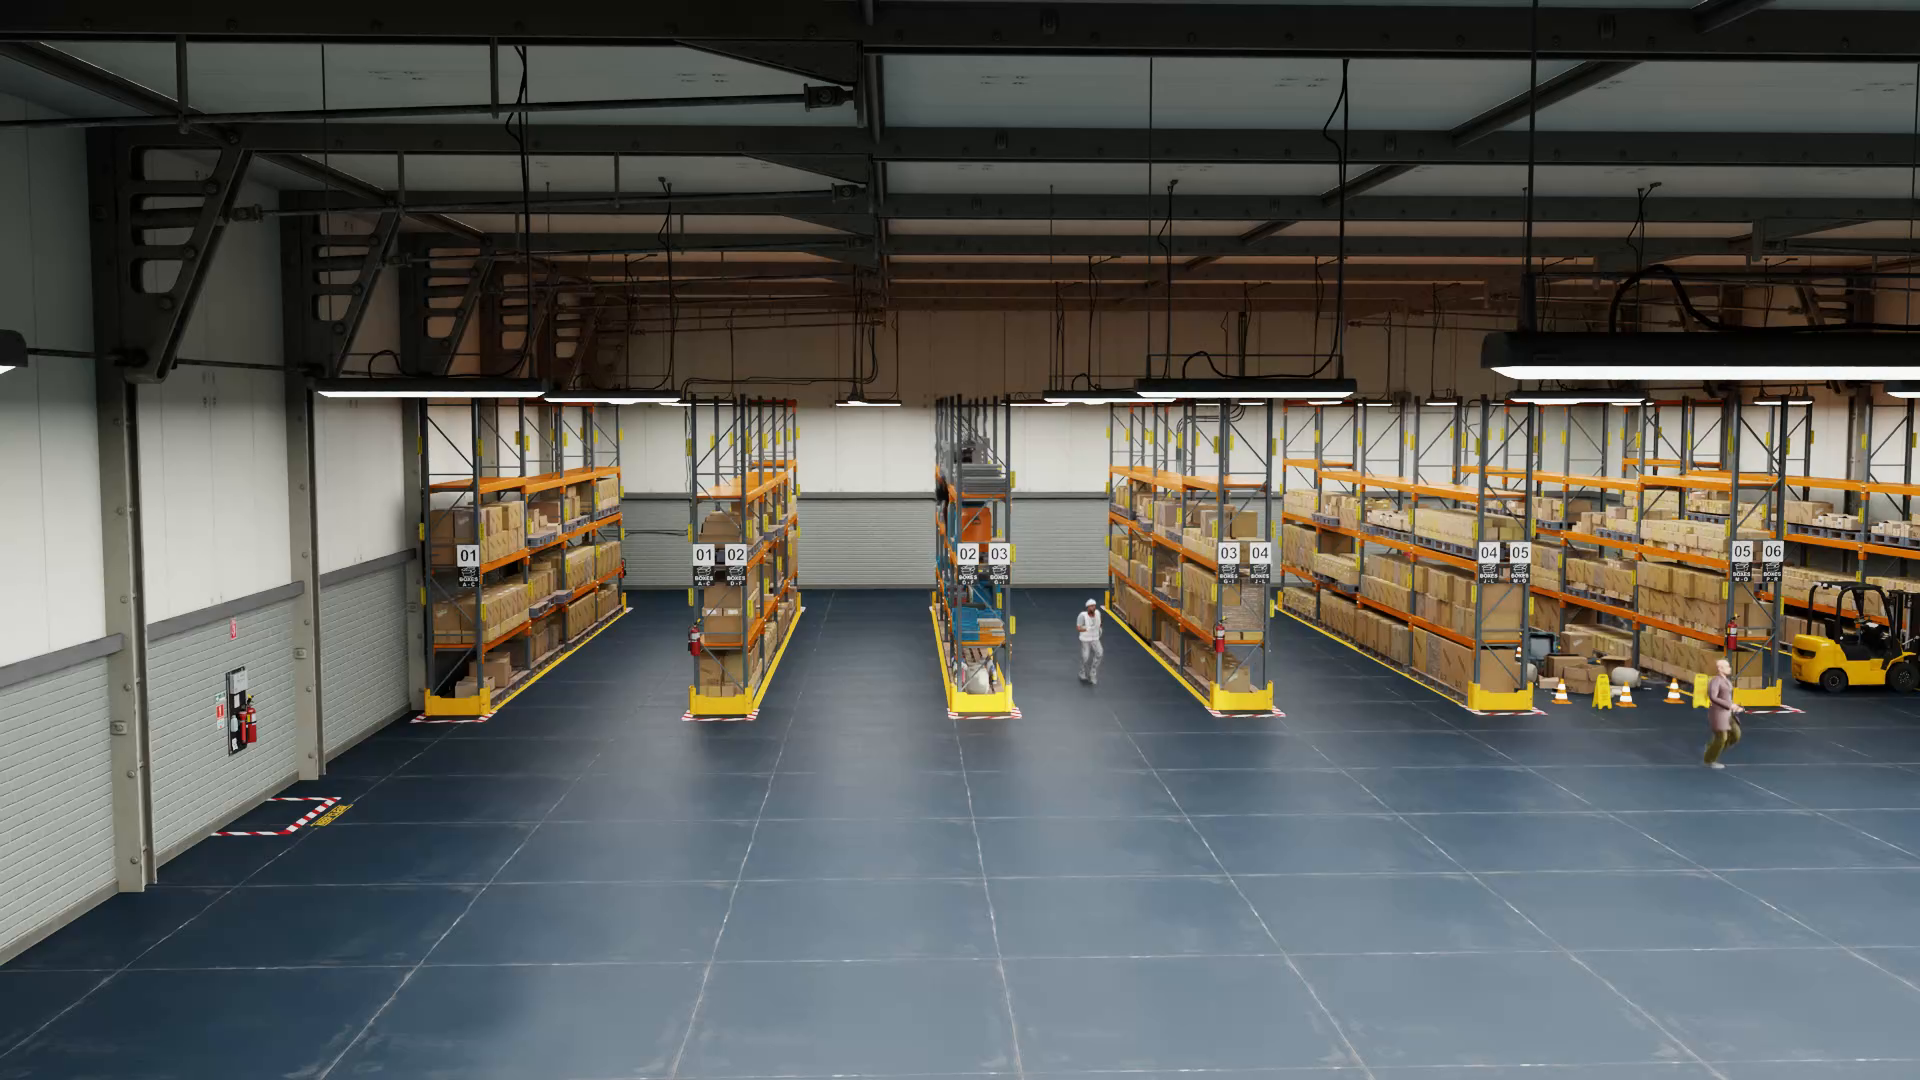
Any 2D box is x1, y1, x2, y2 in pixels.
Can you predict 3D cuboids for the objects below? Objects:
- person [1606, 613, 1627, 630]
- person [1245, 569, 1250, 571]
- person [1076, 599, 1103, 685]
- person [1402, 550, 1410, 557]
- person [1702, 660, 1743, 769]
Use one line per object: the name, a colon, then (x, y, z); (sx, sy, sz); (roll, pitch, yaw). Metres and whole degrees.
person: (16.401, 1.669, 41.612); (0.536, 1.575, 0.744); (-1, 5, -11)
person: (8.024, 1.120, 47.186); (0.771, 1.796, 0.929); (2, 5, 19)
person: (2.713, 2.110, 34.659); (0.715, 1.780, 0.833); (-2, 5, -24)
person: (13.092, 0.990, 49.059); (0.973, 1.729, 0.662); (-1, 5, -13)
person: (12.149, 2.771, 26.419); (0.750, 1.741, 0.642); (-4, 6, -42)
